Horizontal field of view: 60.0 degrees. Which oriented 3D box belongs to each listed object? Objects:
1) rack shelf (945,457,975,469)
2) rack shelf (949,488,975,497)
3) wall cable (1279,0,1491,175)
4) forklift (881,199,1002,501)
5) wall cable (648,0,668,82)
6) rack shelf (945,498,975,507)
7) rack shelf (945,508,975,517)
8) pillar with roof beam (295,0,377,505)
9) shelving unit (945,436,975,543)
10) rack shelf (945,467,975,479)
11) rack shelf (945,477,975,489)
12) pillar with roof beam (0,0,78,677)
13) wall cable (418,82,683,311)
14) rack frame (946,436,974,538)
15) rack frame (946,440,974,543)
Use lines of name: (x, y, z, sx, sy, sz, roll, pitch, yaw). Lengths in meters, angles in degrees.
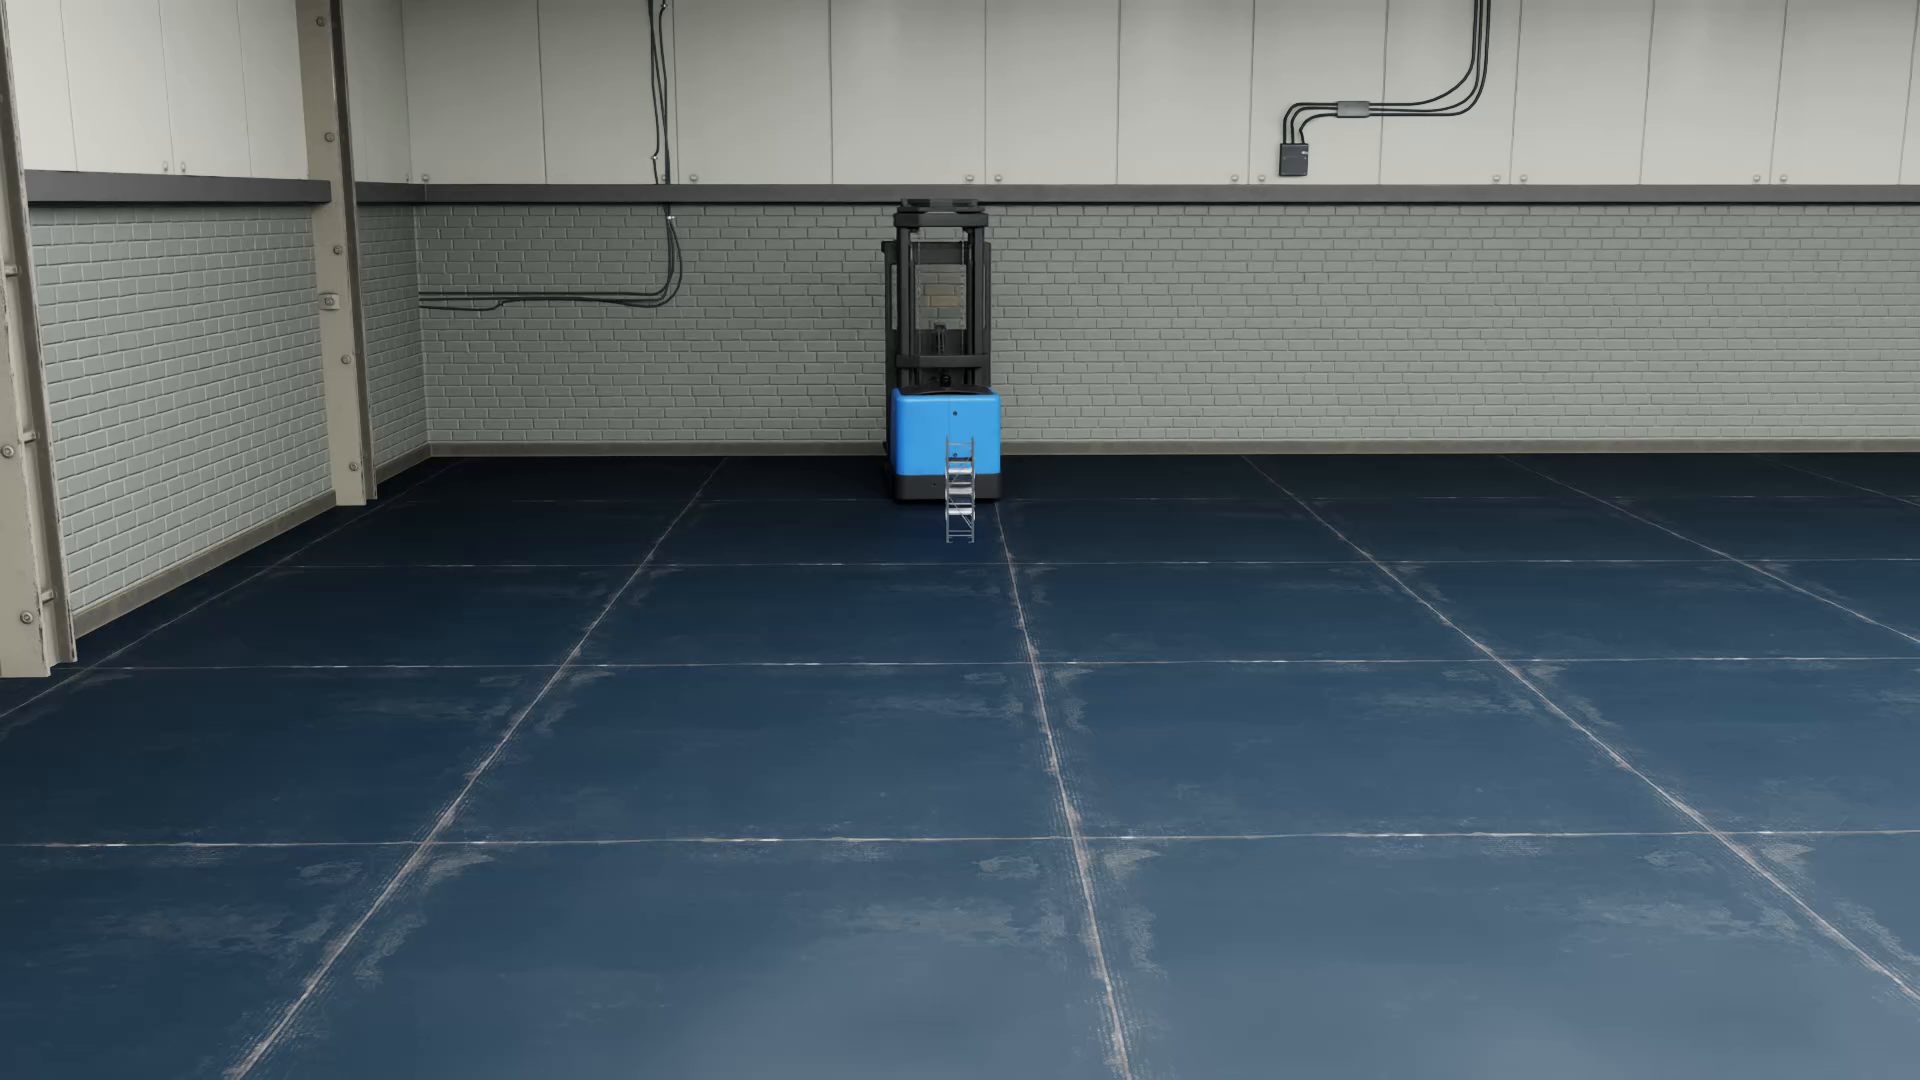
rack shelf: (0.000, -0.671, 14.415, 0.258, 0.077, 0.200, 0, 11, -1)
rack shelf: (0.000, -0.407, 14.468, 0.258, 0.077, 0.200, 0, 11, -1)
wall cable: (4.782, -7.082, 18.280, 2.305, 6.003, 0.169, 0, 11, -1)
forklift: (-0.249, -2.064, 17.359, 1.130, 2.935, 3.031, -1, 12, -5)
wall cable: (-2.005, -6.344, 18.303, 3.097, 2.526, 0.112, 0, 11, -1)
rack shelf: (0.000, -0.319, 14.486, 0.258, 0.077, 0.200, 0, 11, -1)
rack shelf: (0.000, -0.230, 14.504, 0.258, 0.077, 0.200, 0, 11, -1)
pillar with roof beam: (-1.667, -4.806, 15.615, 9.100, 9.000, 0.400, 0, 11, -1)
shelving unit: (0.000, -0.439, 14.462, 0.258, 0.900, 0.210, 0, 11, -1)
rack shelf: (0.000, -0.583, 14.433, 0.258, 0.077, 0.200, 0, 11, -1)
rack shelf: (0.000, -0.495, 14.450, 0.258, 0.077, 0.200, 0, 11, -1)
pillar with roof beam: (-1.543, -3.613, 9.736, 9.100, 9.000, 0.400, 0, 11, -1)
wall cable: (-4.710, -3.857, 18.750, 3.097, 2.526, 0.112, 0, 11, -1)
rack frame: (-0.002, -0.460, 14.561, 0.240, 0.900, 0.006, 0, 11, -1)
rack frame: (0.002, -0.419, 14.362, 0.240, 0.900, 0.006, 0, 11, -1)
